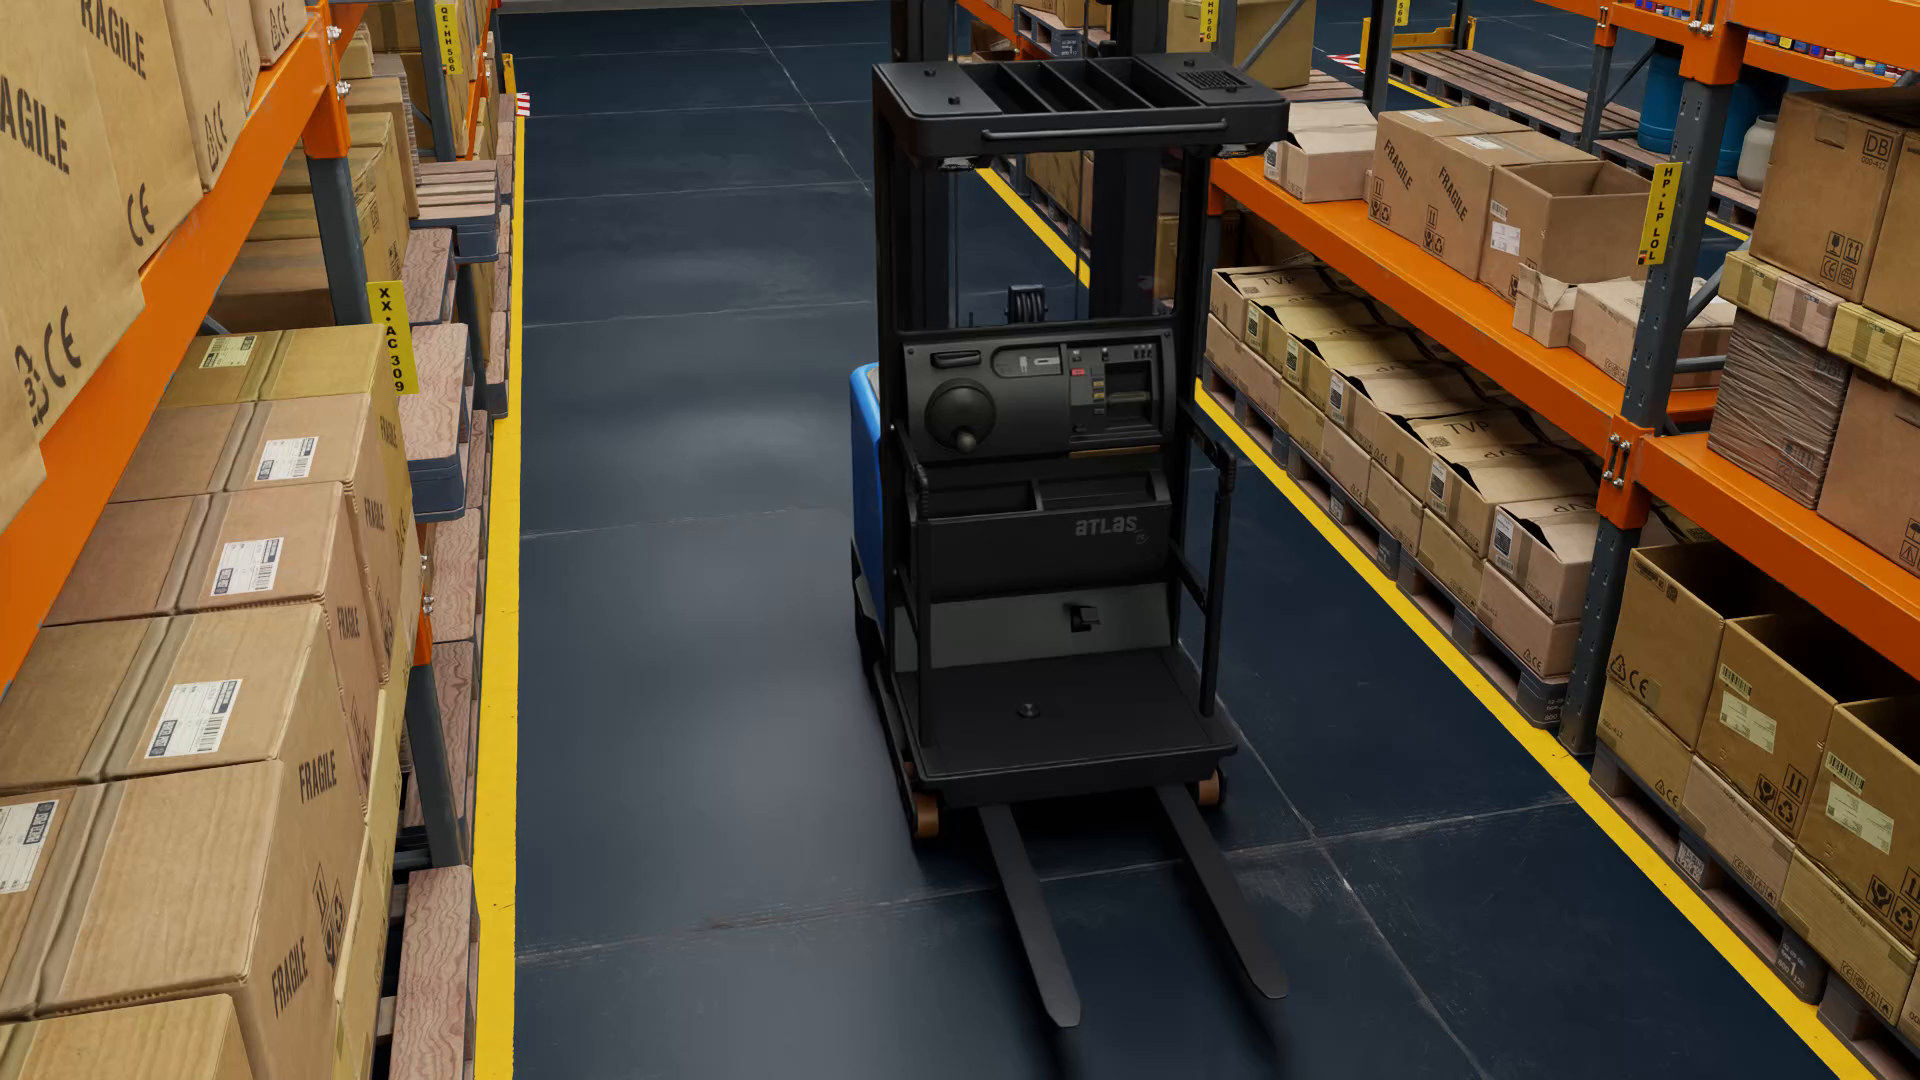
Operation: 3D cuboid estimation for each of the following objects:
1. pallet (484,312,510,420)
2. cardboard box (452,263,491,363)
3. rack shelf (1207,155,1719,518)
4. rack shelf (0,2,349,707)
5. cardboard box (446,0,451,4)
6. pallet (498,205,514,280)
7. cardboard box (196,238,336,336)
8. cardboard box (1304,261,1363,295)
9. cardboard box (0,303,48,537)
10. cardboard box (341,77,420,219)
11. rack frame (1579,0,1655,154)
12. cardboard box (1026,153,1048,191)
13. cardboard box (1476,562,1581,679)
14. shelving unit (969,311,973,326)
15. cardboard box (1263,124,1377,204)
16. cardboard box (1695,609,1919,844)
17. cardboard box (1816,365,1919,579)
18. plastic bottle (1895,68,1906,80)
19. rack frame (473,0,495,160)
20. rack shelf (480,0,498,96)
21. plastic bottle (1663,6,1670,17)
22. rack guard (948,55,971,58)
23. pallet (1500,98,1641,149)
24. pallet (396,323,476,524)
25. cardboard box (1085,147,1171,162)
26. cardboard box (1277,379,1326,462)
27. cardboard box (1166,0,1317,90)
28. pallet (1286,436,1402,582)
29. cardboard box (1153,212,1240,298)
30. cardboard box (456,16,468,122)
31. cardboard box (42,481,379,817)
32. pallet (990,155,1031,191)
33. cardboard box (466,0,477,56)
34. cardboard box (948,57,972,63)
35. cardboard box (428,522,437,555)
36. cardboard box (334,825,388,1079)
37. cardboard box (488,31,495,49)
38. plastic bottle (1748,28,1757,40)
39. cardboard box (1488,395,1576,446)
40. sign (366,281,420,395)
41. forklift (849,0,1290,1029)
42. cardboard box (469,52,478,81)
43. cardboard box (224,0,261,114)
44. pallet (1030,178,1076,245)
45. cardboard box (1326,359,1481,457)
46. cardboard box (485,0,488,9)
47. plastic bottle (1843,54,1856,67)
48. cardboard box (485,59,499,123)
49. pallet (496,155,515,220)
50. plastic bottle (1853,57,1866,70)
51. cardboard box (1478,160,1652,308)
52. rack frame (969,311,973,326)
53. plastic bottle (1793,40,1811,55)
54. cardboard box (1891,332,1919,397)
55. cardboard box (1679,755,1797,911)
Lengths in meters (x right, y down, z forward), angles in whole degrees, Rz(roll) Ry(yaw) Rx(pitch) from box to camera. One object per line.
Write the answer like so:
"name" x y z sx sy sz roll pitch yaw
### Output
"pallet" -3.086 -0.969 9.436 1.003 0.211 1.213 -6 27 -12
"cardboard box" -3.020 -1.424 9.162 0.750 0.750 0.750 -6 27 -12
"rack shelf" 2.294 -1.166 7.529 1.077 0.370 4.000 -6 27 -12
"rack shelf" -1.630 -0.244 2.374 1.077 0.370 4.000 -6 27 -12
"cardboard box" -2.955 -2.843 8.758 0.500 0.250 0.500 -6 27 -12
"pallet" -3.636 -2.040 11.558 1.003 0.211 1.213 -6 27 -12
"cardboard box" -2.162 -0.572 4.955 0.700 0.500 0.500 -6 27 -11
"cardboard box" 2.201 -1.370 9.099 0.500 0.311 0.500 -5 27 -10
"cardboard box" -1.097 -0.153 1.261 0.500 0.500 0.500 -4 27 -8
"cardboard box" -2.714 -1.653 7.098 0.700 0.500 0.500 -9 28 -16
"rack frame" 5.769 -4.622 13.579 1.000 3.000 0.127 -6 27 -12
"cardboard box" 0.814 -2.964 12.580 0.500 0.500 0.500 -7 28 -14
"cardboard box" 2.369 0.278 6.455 0.500 0.250 0.500 -6 27 -12
"shelving unit" -0.012 -0.492 7.560 0.215 1.050 0.252 -6 27 -12
"cardboard box" 1.856 -1.913 8.310 0.500 0.311 0.500 -6 27 -12
"cardboard box" 2.665 0.550 5.084 0.500 0.500 0.500 -6 27 -12
"cardboard box" 2.976 -0.229 4.763 0.700 0.500 0.500 -6 27 -12
"plastic bottle" 6.103 -3.066 10.715 0.097 0.201 0.097 0 27 0
"rack frame" -3.883 -3.616 11.586 1.000 3.000 0.127 -6 27 -12
"rack shelf" -4.334 -4.173 13.487 1.077 0.370 4.000 -6 27 -12
"plastic bottle" 5.532 -4.210 12.906 0.097 0.271 0.097 0 27 0
"rack guard" 0.058 -4.728 16.562 1.175 0.500 0.348 -6 27 -12
"pallet" 5.565 -3.696 14.839 1.003 0.211 1.213 -6 27 -12
"pallet" -2.111 -0.369 5.365 1.003 0.211 1.213 -6 27 -12
"cardboard box" 1.153 -2.640 11.105 0.500 0.250 0.500 -6 27 -13
"cardboard box" 1.913 -0.617 8.229 0.500 0.250 0.500 -7 28 -13
"cardboard box" 1.592 -2.862 9.514 0.700 0.500 0.500 -16 31 -29
"pallet" 2.262 -0.220 7.952 1.003 0.211 1.213 -6 27 -12
"cardboard box" 1.404 -1.832 10.337 0.500 0.500 0.500 -5 27 -10
"cardboard box" -2.951 -2.517 8.944 0.500 0.500 0.500 -5 27 -10
"cardboard box" -1.452 0.236 3.266 0.500 0.500 0.500 -7 28 -13
"pallet" 0.788 -3.178 13.811 1.003 0.211 1.213 -6 27 -12
"cardboard box" -3.409 -3.403 10.699 0.500 0.500 0.500 -6 27 -11
"cardboard box" -0.001 -4.359 15.620 0.500 0.250 0.500 -6 27 -12
"cardboard box" -2.627 -0.177 7.057 0.700 0.500 0.500 -6 27 -12
"cardboard box" -1.331 0.790 2.999 0.500 0.250 0.500 -6 27 -11
"cardboard box" -4.323 -4.398 14.724 0.380 0.149 0.250 -6 27 -12
"plastic bottle" 5.762 -3.761 12.015 0.097 0.271 0.097 0 27 0
"cardboard box" 2.669 -0.473 7.322 0.500 0.311 0.500 -7 28 -13
"sign" -1.554 -0.549 4.548 0.100 0.325 0.005 -6 27 -12
"forklift" 0.317 -0.462 5.412 1.130 2.935 3.031 -5 27 -10
"cardboard box" -3.320 -3.057 10.734 0.380 0.149 0.250 -6 27 -12
"cardboard box" -1.624 -1.077 3.093 0.500 0.500 0.500 -8 28 -16
"pallet" 1.162 -2.523 12.514 1.003 0.211 1.213 -6 27 -12
"cardboard box" 2.031 -0.636 7.644 0.500 0.311 0.500 -6 27 -12
"cardboard box" -4.322 -4.629 13.260 0.980 0.700 0.700 -7 28 -14
"plastic bottle" 5.993 -3.279 11.139 0.097 0.201 0.097 0 27 0
"cardboard box" -4.417 -3.927 14.510 0.700 0.500 0.500 -6 27 -12
"pallet" -3.979 -2.713 12.891 1.003 0.211 1.213 -6 27 -12
"plastic bottle" 6.015 -3.268 11.038 0.097 0.271 0.097 0 27 0
"cardboard box" 2.469 -1.224 6.734 0.500 0.500 0.500 -4 27 -8
"rack frame" -0.040 -0.546 7.666 0.200 1.050 0.008 -6 27 -12
"plastic bottle" 5.911 -3.554 11.518 0.144 0.351 0.185 -6 27 -12
"cardboard box" 2.794 -0.467 4.516 0.380 0.149 0.250 -6 27 -12
"cardboard box" 2.662 0.885 5.252 0.500 0.250 0.500 -6 27 -12
